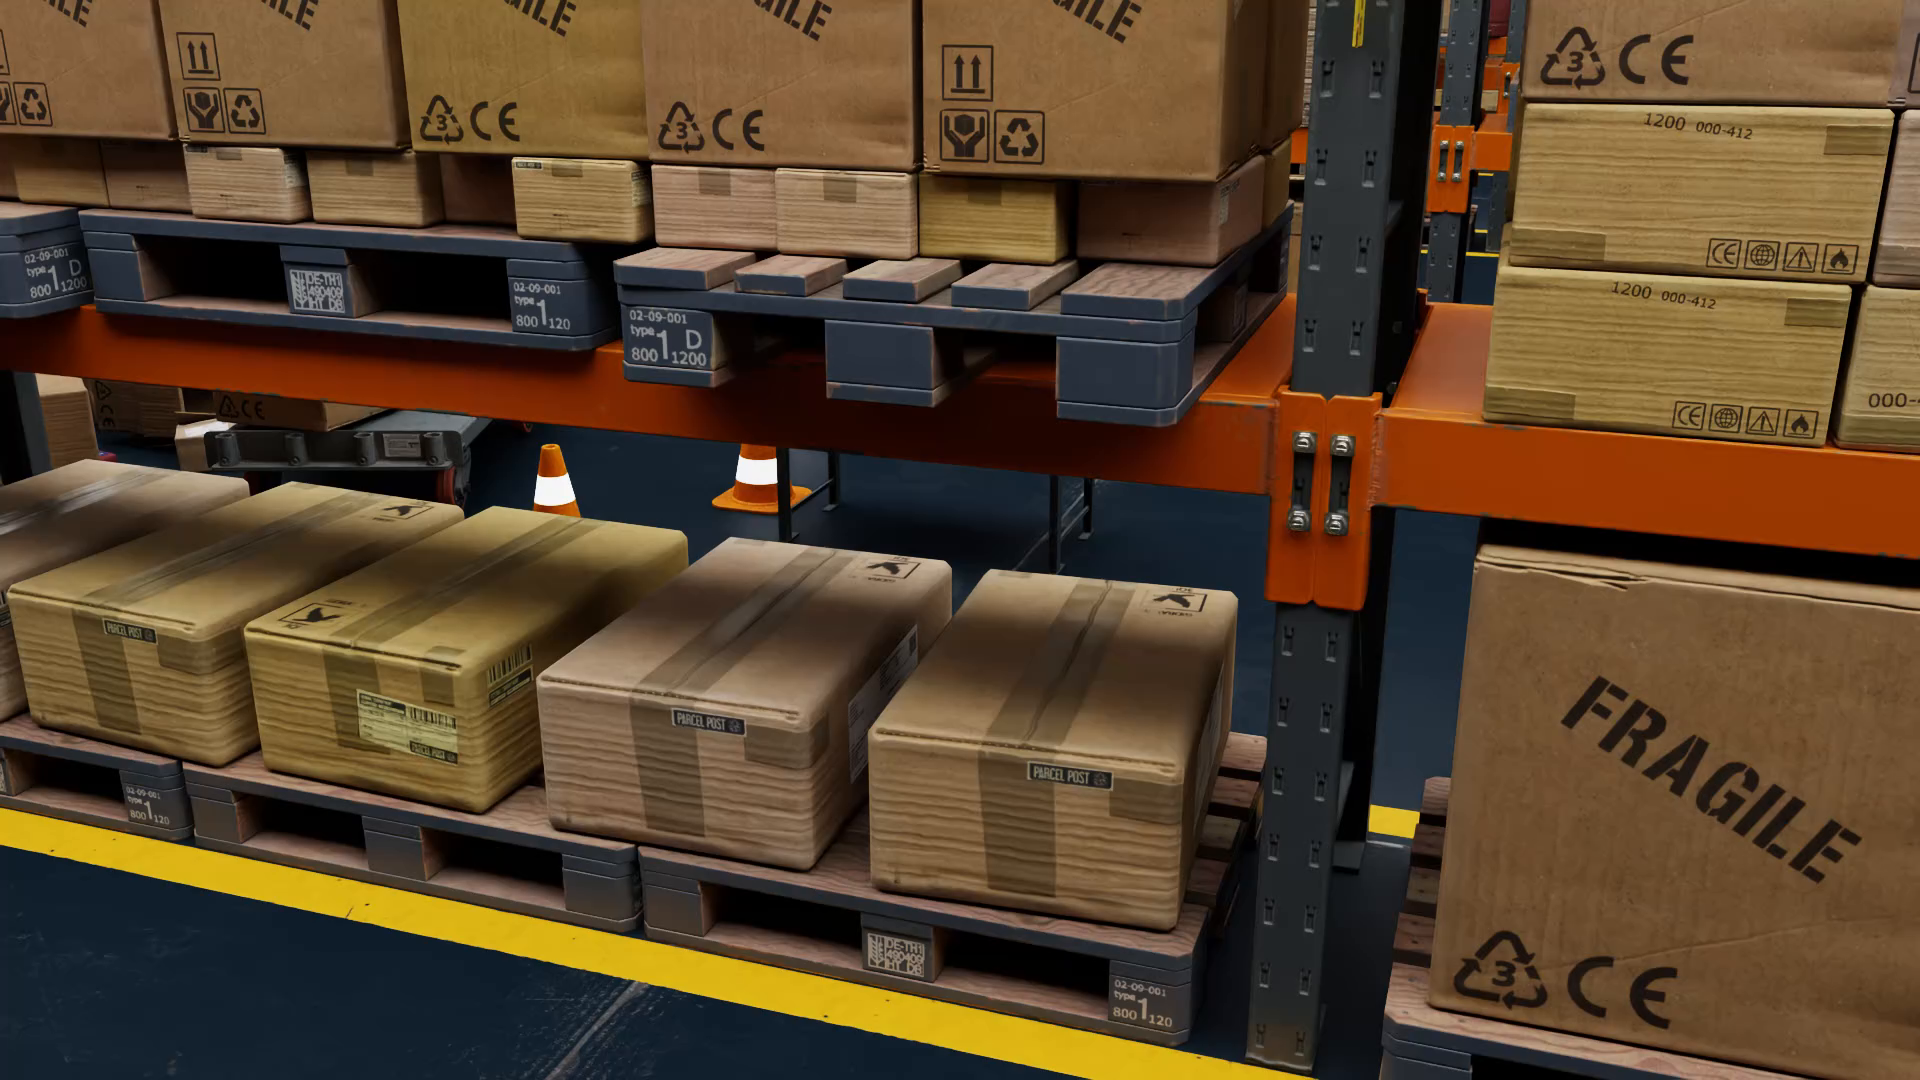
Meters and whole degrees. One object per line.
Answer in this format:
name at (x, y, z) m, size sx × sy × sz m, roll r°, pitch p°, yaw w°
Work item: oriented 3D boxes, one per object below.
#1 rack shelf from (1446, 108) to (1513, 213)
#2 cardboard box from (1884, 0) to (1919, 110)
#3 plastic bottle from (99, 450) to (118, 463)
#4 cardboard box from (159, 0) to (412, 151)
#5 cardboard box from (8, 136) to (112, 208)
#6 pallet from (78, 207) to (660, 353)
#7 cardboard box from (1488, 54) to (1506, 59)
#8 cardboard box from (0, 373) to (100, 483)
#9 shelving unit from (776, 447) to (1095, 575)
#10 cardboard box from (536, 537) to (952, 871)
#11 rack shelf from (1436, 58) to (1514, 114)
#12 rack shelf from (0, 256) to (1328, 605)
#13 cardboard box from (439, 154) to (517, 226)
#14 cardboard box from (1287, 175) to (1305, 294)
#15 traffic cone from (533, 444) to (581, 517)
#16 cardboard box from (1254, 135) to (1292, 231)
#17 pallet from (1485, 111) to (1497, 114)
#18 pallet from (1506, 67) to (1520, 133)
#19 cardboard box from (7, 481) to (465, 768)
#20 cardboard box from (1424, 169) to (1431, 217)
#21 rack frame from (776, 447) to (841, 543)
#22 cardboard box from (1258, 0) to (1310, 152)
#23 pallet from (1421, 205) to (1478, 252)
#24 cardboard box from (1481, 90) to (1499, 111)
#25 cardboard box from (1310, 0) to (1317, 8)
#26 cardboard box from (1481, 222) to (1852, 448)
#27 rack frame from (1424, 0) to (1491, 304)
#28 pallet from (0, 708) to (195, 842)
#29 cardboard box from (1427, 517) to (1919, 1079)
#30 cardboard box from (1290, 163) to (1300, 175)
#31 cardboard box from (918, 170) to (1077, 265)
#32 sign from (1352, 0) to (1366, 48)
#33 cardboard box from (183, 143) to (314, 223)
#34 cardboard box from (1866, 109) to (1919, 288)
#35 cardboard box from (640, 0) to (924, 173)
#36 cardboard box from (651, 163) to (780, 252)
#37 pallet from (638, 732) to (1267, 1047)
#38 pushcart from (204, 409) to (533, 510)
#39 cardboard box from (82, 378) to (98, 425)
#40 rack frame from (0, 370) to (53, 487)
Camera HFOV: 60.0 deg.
rack shelf at (4.189, -1.555, 7.072) m, size 4.000 × 0.370 × 1.077 m, roll 7°, pitch 20°, yaw 18°
cardboard box at (1.628, -0.900, 2.430) m, size 0.500 × 0.500 × 0.500 m, roll 7°, pitch 20°, yaw 18°
plastic bottle at (-3.611, -0.327, 6.923) m, size 0.283 × 0.061 × 0.133 m, roll 10°, pitch 22°, yaw 27°
cardboard box at (-1.234, -1.075, 3.361) m, size 0.500 × 0.500 × 0.500 m, roll 6°, pitch 20°, yaw 16°
cardboard box at (-1.834, -0.837, 3.663) m, size 0.250 × 0.149 × 0.380 m, roll 7°, pitch 20°, yaw 19°
pallet at (-1.113, -0.671, 3.735) m, size 1.213 × 0.211 × 1.003 m, roll 7°, pitch 20°, yaw 18°
cardboard box at (8.202, -7.351, 25.737) m, size 0.500 × 0.500 × 0.700 m, roll 7°, pitch 20°, yaw 19°
cardboard box at (-3.573, -0.352, 6.323) m, size 0.500 × 0.500 × 0.500 m, roll -11°, pitch 22°, yaw -29°
shelving unit at (-0.081, -0.717, 5.856) m, size 1.048 × 1.500 × 0.538 m, roll 7°, pitch 20°, yaw 18°
cardboard box at (-0.459, 0.341, 3.896) m, size 0.625 × 0.372 × 0.950 m, roll 6°, pitch 20°, yaw 17°
rack shelf at (2.134, -3.518, 12.704) m, size 4.000 × 0.370 × 1.077 m, roll 7°, pitch 20°, yaw 18°
rack shelf at (-1.119, -0.437, 3.865) m, size 4.000 × 0.370 × 1.077 m, roll 7°, pitch 20°, yaw 18°
cardboard box at (-0.842, -0.743, 3.396) m, size 0.250 × 0.149 × 0.380 m, roll 7°, pitch 20°, yaw 18°
cardboard box at (1.754, -1.340, 8.144) m, size 0.750 × 0.750 × 1.050 m, roll 6°, pitch 20°, yaw 17°
traffic cone at (-1.377, -0.096, 5.648) m, size 0.334 × 0.463 × 0.336 m, roll 7°, pitch 20°, yaw 18°
cardboard box at (0.525, -0.733, 3.366) m, size 0.250 × 0.149 × 0.380 m, roll 5°, pitch 20°, yaw 15°
pallet at (6.512, -5.506, 21.550) m, size 1.213 × 0.211 × 1.003 m, roll 7°, pitch 20°, yaw 18°
pallet at (3.008, -1.976, 7.479) m, size 1.003 × 0.211 × 1.213 m, roll 7°, pitch 20°, yaw 18°
cardboard box at (-1.831, 0.183, 4.350) m, size 0.625 × 0.372 × 0.950 m, roll 8°, pitch 21°, yaw 21°
cardboard box at (3.383, -2.735, 12.495) m, size 0.500 × 0.500 × 0.700 m, roll 5°, pitch 20°, yaw 15°
rack frame at (-0.561, -0.772, 6.013) m, size 0.032 × 1.500 × 0.500 m, roll 7°, pitch 20°, yaw 18°
cardboard box at (0.422, -1.067, 3.338) m, size 0.500 × 0.500 × 0.500 m, roll 6°, pitch 20°, yaw 17°
pallet at (3.285, -2.410, 12.669) m, size 1.213 × 0.211 × 1.003 m, roll 7°, pitch 20°, yaw 18°
cardboard box at (6.700, -5.602, 21.130) m, size 0.500 × 0.250 × 0.500 m, roll 7°, pitch 20°, yaw 19°
cardboard box at (1.879, -2.681, 7.540) m, size 0.500 × 0.500 × 0.700 m, roll 6°, pitch 20°, yaw 18°
cardboard box at (1.150, -0.358, 2.775) m, size 0.500 × 0.250 × 0.500 m, roll 6°, pitch 20°, yaw 17°
rack frame at (2.300, -2.110, 7.573) m, size 0.127 × 3.000 × 1.000 m, roll 7°, pitch 20°, yaw 18°
pallet at (-2.272, 0.408, 4.585) m, size 1.213 × 0.211 × 1.003 m, roll 7°, pitch 20°, yaw 18°
cardboard box at (1.396, 0.345, 3.119) m, size 0.875 × 0.875 × 0.875 m, roll 6°, pitch 20°, yaw 18°
cardboard box at (2.317, -2.850, 12.825) m, size 0.500 × 0.500 × 0.700 m, roll 8°, pitch 21°, yaw 23°
cardboard box at (0.107, -0.609, 3.009) m, size 0.250 × 0.149 × 0.380 m, roll 7°, pitch 20°, yaw 19°
sign at (0.601, -0.900, 2.462) m, size 0.005 × 0.325 × 0.100 m, roll 7°, pitch 20°, yaw 18°
cardboard box at (-1.367, -0.765, 3.457) m, size 0.250 × 0.149 × 0.380 m, roll 7°, pitch 21°, yaw 20°
cardboard box at (1.656, -0.538, 2.531) m, size 0.500 × 0.250 × 0.500 m, roll 7°, pitch 20°, yaw 19°
cardboard box at (-0.242, -0.961, 3.036) m, size 0.500 × 0.500 × 0.500 m, roll 6°, pitch 20°, yaw 17°
cardboard box at (-0.381, -0.652, 3.132) m, size 0.250 × 0.149 × 0.380 m, roll 6°, pitch 20°, yaw 15°
pallet at (0.033, 0.671, 3.829) m, size 1.213 × 0.211 × 1.003 m, roll 7°, pitch 20°, yaw 18°
pushcart at (-2.307, -0.469, 6.847) m, size 0.936 × 0.377 × 1.648 m, roll 0°, pitch 19°, yaw -1°
cardboard box at (-4.296, -0.843, 7.731) m, size 0.637 × 0.503 × 0.797 m, roll -7°, pitch 20°, yaw -20°
rack frame at (-3.008, -0.992, 4.366) m, size 0.127 × 3.000 × 1.000 m, roll 7°, pitch 20°, yaw 18°
